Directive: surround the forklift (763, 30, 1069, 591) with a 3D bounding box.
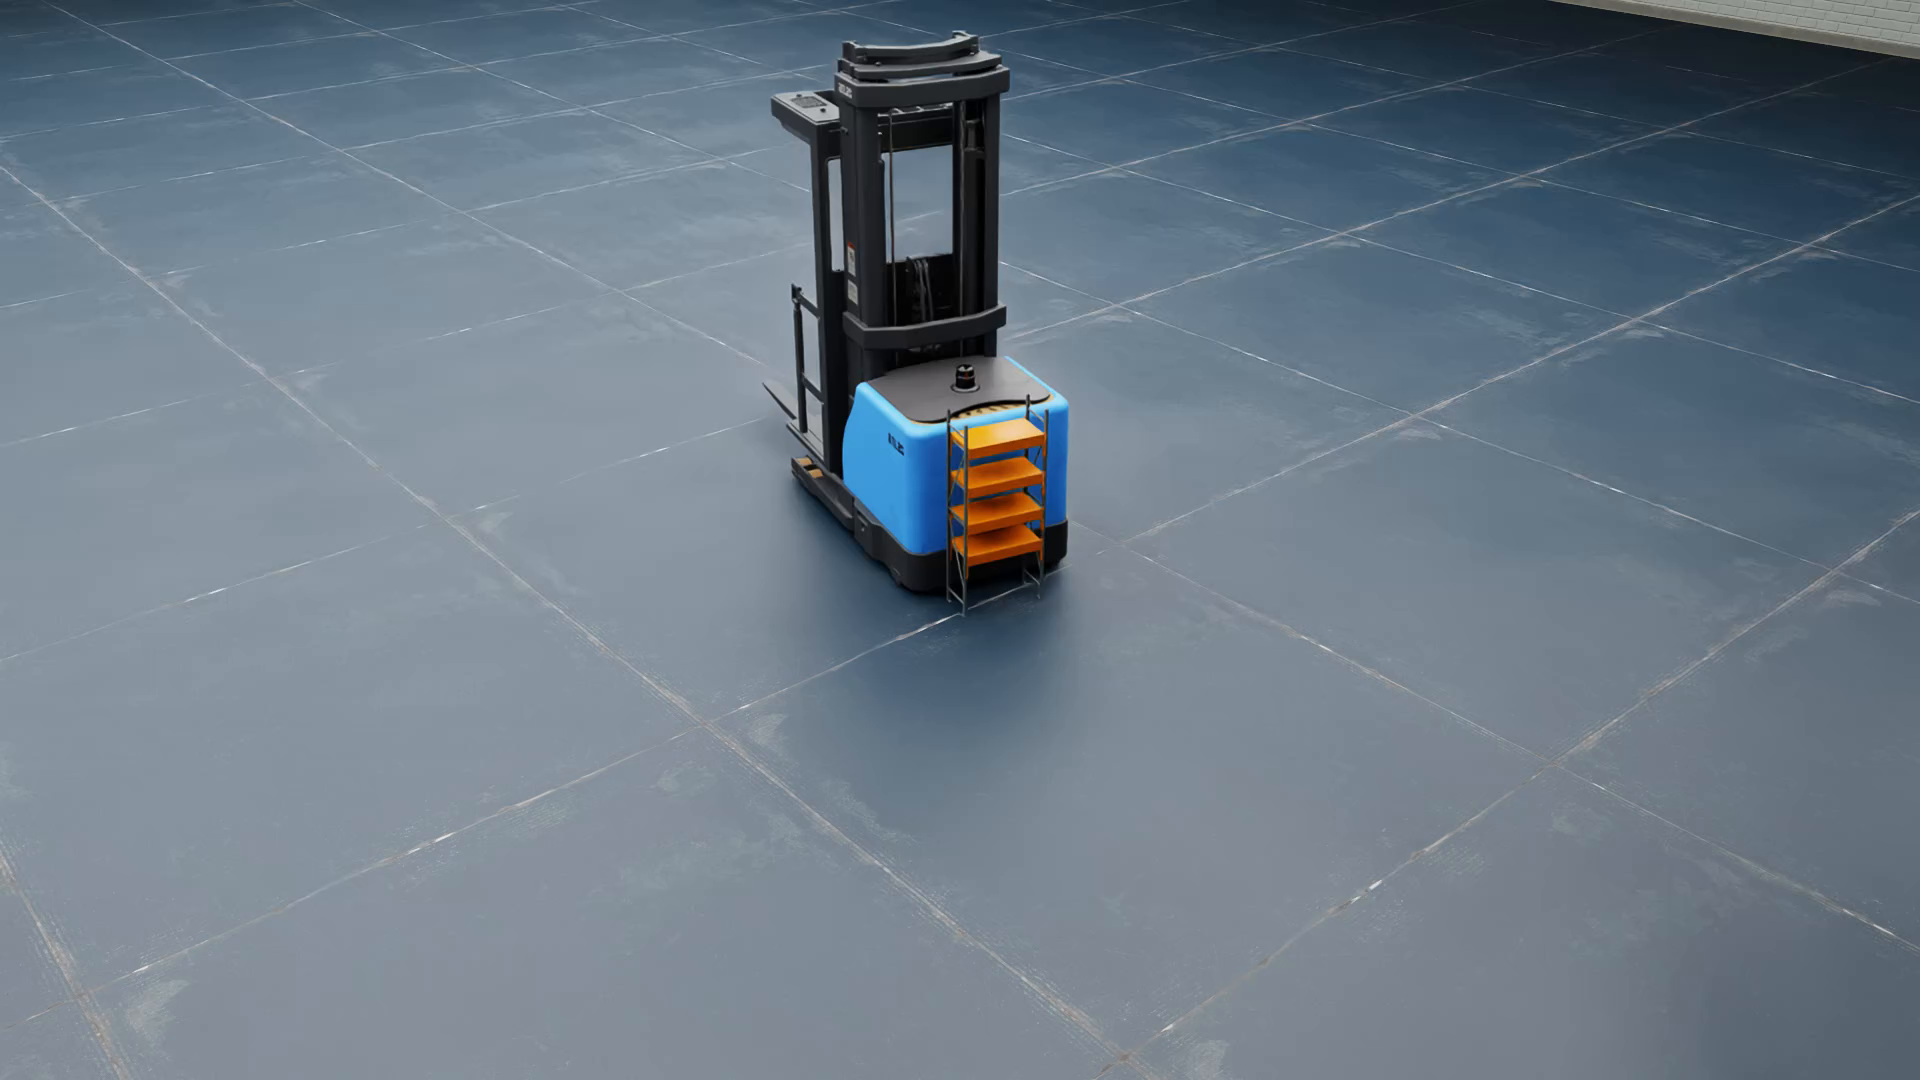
[{"bbox_3d":[-0.455,-1.667,10.260,1.130,2.935,3.031,-13,31,-23],"label":"forklift"}]

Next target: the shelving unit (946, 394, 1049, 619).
[{"bbox_3d":[0.202,-0.183,9.316,0.503,1.200,0.258,-13,31,-23],"label":"shelving unit"}]

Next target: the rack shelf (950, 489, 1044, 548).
[{"bbox_3d":[0.202,-0.123,9.349,0.480,0.148,0.258,-13,31,-23],"label":"rack shelf"}]

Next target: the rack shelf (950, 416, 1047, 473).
[{"bbox_3d":[0.203,-0.528,9.129,0.480,0.148,0.258,-13,31,-23],"label":"rack shelf"}]

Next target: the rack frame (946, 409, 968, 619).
[{"bbox_3d":[-0.018,-0.133,9.223,0.015,1.200,0.240,-13,31,-23],"label":"rack frame"}]

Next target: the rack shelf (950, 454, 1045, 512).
[{"bbox_3d":[0.203,-0.320,9.242,0.480,0.148,0.258,-13,31,-23],"label":"rack shelf"}]

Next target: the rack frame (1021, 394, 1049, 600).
[{"bbox_3d":[0.422,-0.233,9.410,0.015,1.200,0.240,-13,31,-23],"label":"rack frame"}]

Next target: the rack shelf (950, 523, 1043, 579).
[{"bbox_3d":[0.201,0.051,9.443,0.480,0.148,0.258,-13,31,-23],"label":"rack shelf"}]
